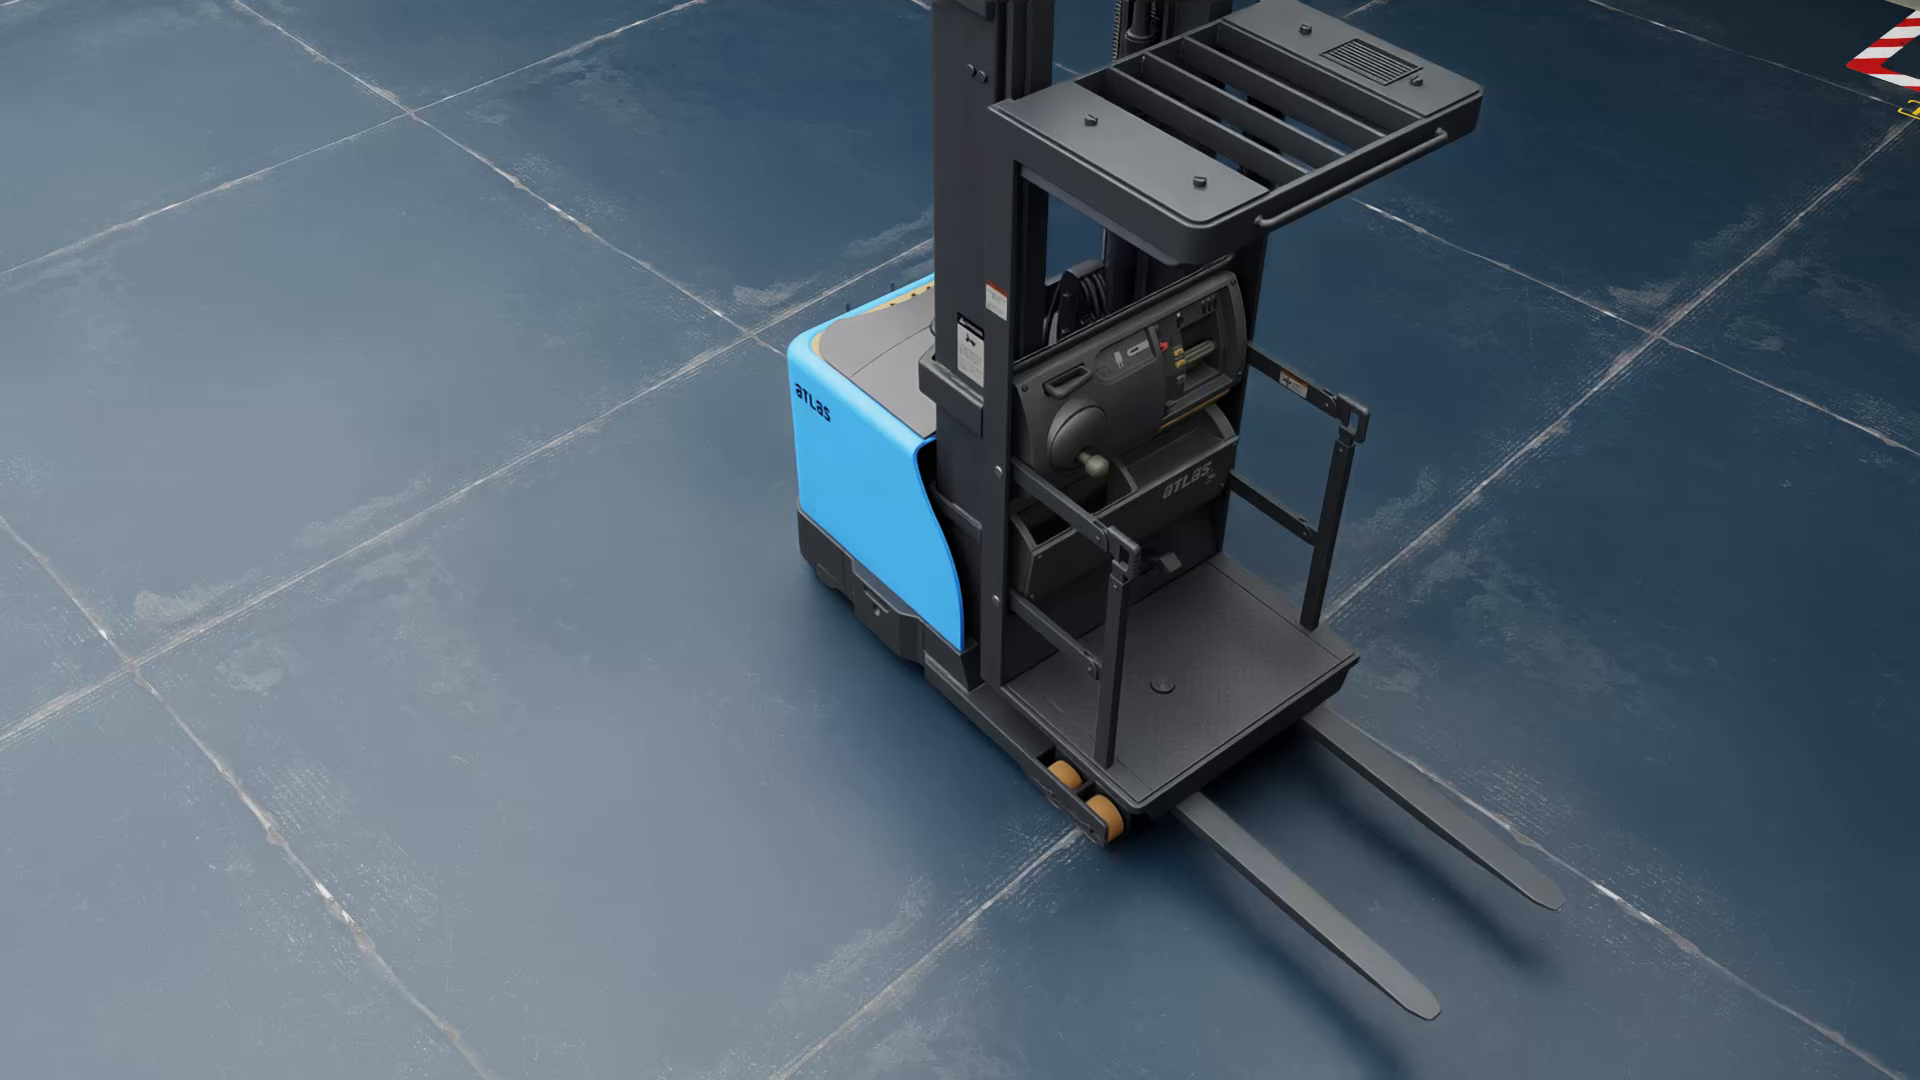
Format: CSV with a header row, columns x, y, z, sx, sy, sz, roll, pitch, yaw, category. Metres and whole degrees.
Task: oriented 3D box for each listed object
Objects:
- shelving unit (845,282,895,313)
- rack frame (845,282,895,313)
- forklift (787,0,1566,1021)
x,y,z,sx,sy,sz,roll,pitch,yaw,category
-0.286,-0.577,6.712,0.258,0.900,0.210,-29,50,-28,shelving unit
-0.350,-0.631,6.769,0.240,0.900,0.006,-29,50,-28,rack frame
0.684,-0.436,5.063,1.130,2.935,3.031,-29,50,-28,forklift
